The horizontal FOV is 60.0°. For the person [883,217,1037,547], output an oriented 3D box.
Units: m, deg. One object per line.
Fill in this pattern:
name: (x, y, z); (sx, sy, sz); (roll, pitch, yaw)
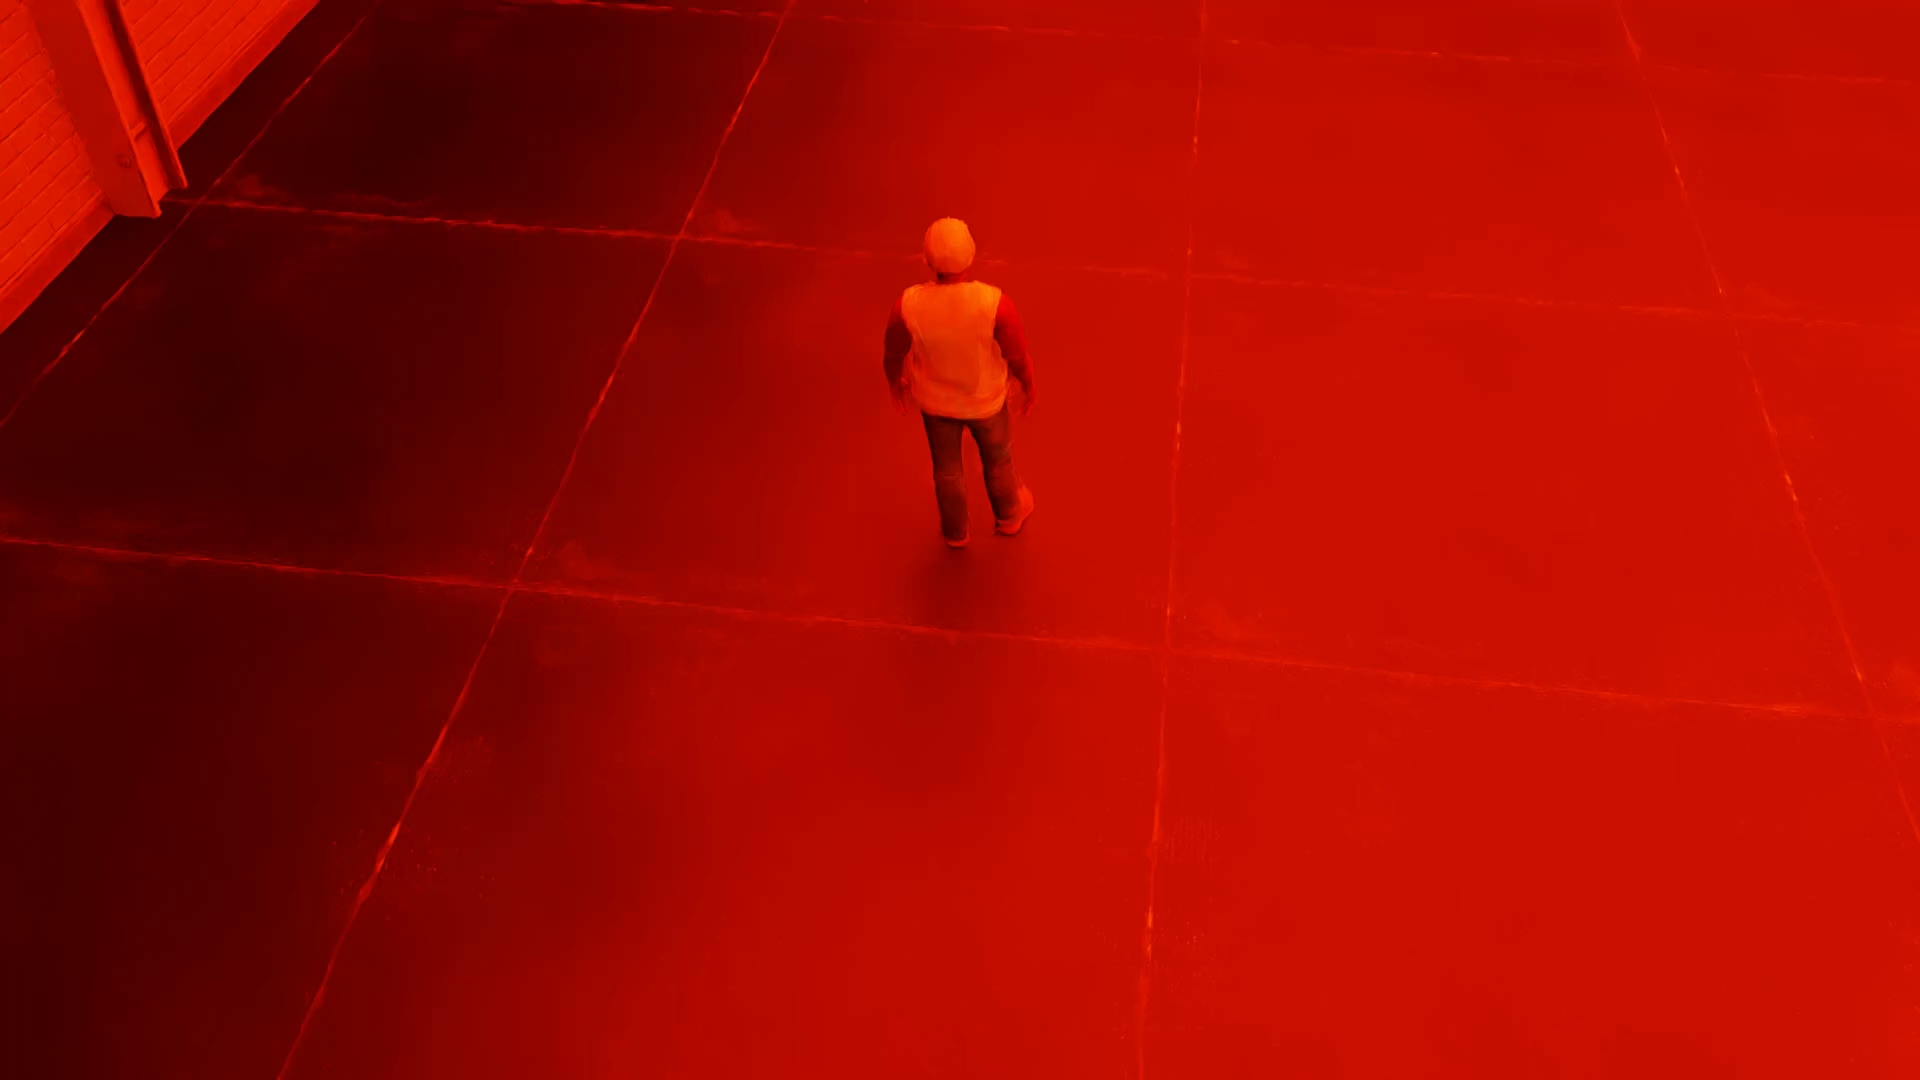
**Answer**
person: (0.015, -0.702, 7.339); (0.665, 1.766, 0.576); (5, 43, 6)
